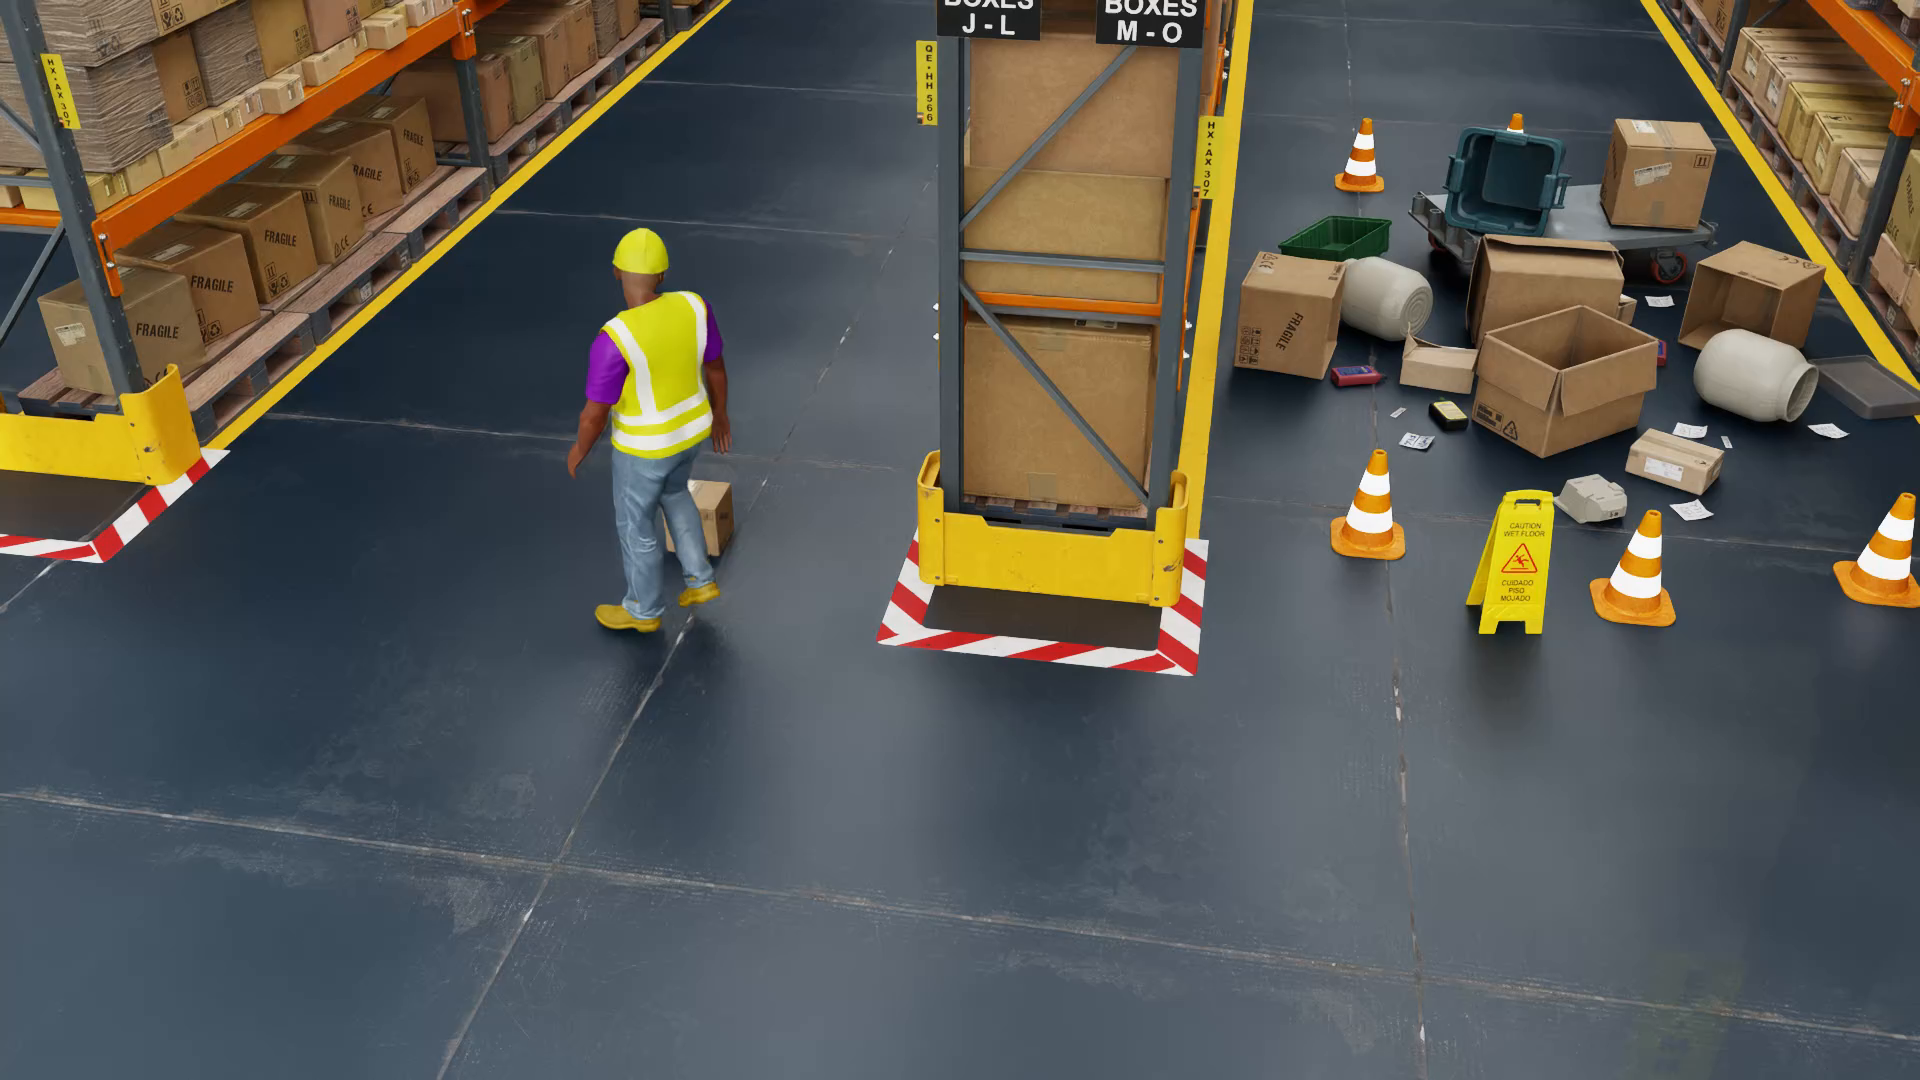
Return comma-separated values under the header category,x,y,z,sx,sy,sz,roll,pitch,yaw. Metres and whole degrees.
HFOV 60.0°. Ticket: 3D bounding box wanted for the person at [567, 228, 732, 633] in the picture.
category,x,y,z,sx,sy,sz,roll,pitch,yaw
person,-1.253,-0.423,6.729,0.505,1.770,0.633,22,38,30
